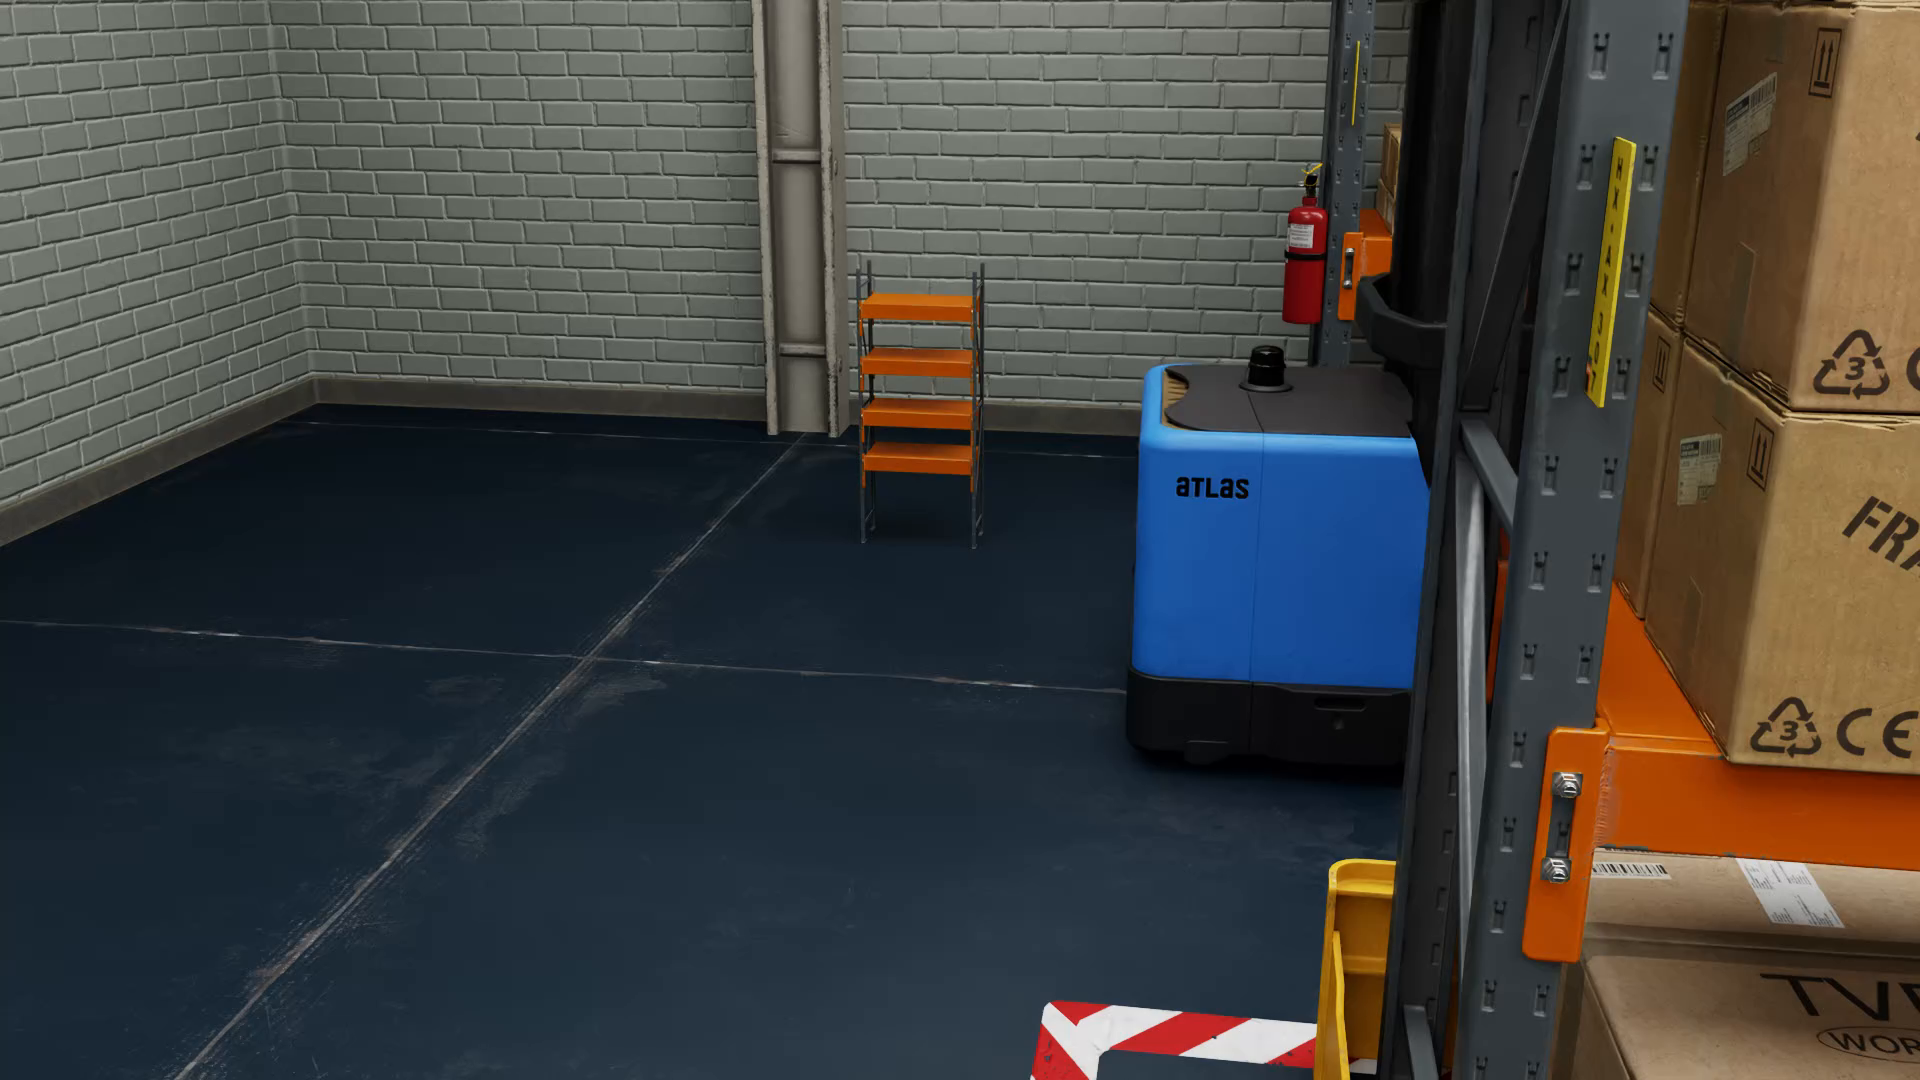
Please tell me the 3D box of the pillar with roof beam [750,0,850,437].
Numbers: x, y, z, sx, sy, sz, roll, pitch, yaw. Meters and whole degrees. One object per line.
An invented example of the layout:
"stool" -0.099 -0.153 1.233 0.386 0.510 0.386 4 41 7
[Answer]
"pillar with roof beam" -1.510 -3.530 3.670 0.400 9.000 9.100 3 19 9

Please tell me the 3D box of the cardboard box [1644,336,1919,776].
"cardboard box" 1.337 0.007 2.399 0.500 0.500 0.500 3 19 8

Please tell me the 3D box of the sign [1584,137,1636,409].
"sign" 0.814 -0.335 2.087 0.005 0.325 0.100 3 19 9

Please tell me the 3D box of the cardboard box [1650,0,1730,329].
"cardboard box" 1.422 -0.632 2.731 0.500 0.500 0.500 4 19 10

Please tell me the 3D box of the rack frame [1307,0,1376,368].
"rack frame" 1.692 -1.615 7.404 0.127 3.000 1.000 3 19 9

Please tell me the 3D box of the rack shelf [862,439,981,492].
"rack shelf" -0.163 -0.325 7.222 0.480 0.148 0.258 3 19 9

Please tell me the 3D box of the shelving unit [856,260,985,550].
"shelving unit" -0.163 -0.577 7.138 0.503 1.200 0.258 3 19 9

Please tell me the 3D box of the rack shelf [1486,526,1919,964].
"rack shelf" 2.883 0.382 2.569 4.000 0.370 1.077 3 19 9

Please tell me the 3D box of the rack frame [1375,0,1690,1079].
"rack frame" 0.908 -0.060 2.755 0.127 3.000 1.000 3 19 9

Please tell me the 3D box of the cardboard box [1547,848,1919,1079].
"cardboard box" 1.576 0.958 3.090 0.875 0.438 0.875 2 19 7

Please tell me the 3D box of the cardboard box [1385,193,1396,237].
"cardboard box" 1.973 -1.394 7.137 0.250 0.149 0.380 3 19 8

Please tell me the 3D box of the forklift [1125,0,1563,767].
"forklift" 2.076 -0.783 5.024 3.031 2.935 1.130 2 19 7

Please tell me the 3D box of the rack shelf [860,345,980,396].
"rack shelf" -0.163 -0.726 7.088 0.480 0.148 0.258 3 19 9

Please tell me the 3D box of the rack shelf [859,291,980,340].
"rack shelf" -0.163 -0.950 7.013 0.480 0.148 0.258 3 19 9

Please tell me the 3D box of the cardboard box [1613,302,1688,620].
"cardboard box" 1.427 -0.166 2.915 0.500 0.500 0.500 3 19 9

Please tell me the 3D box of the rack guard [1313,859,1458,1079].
"rack guard" 0.885 1.124 3.156 0.348 0.500 1.175 3 19 9

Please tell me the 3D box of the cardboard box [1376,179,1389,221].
"cardboard box" 2.062 -1.564 7.645 0.250 0.149 0.380 3 19 8

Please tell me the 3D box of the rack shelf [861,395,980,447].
"rack shelf" -0.163 -0.514 7.159 0.480 0.148 0.258 3 19 9

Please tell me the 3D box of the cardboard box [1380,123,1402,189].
"cardboard box" 2.188 -1.745 7.559 0.500 0.250 0.500 3 19 10

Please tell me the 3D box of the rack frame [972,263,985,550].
"rack frame" 0.077 -0.565 7.101 0.015 1.200 0.240 3 19 9

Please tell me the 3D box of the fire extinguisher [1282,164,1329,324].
"fire extinguisher" 1.473 -1.264 7.064 0.183 0.674 0.296 3 19 9

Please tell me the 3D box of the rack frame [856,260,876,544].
"rack frame" -0.404 -0.590 7.174 0.015 1.200 0.240 3 19 9

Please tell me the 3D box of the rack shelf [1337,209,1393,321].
"rack shelf" 3.667 -1.174 7.217 4.000 0.370 1.077 3 19 9

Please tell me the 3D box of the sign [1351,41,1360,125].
"sign" 1.606 -1.856 6.758 0.005 0.325 0.100 3 19 9

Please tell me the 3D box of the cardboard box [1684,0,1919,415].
"cardboard box" 1.337 -0.468 2.242 0.500 0.500 0.500 3 19 7

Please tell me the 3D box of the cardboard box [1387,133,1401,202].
"cardboard box" 2.097 -1.578 7.060 0.500 0.250 0.500 3 19 9
